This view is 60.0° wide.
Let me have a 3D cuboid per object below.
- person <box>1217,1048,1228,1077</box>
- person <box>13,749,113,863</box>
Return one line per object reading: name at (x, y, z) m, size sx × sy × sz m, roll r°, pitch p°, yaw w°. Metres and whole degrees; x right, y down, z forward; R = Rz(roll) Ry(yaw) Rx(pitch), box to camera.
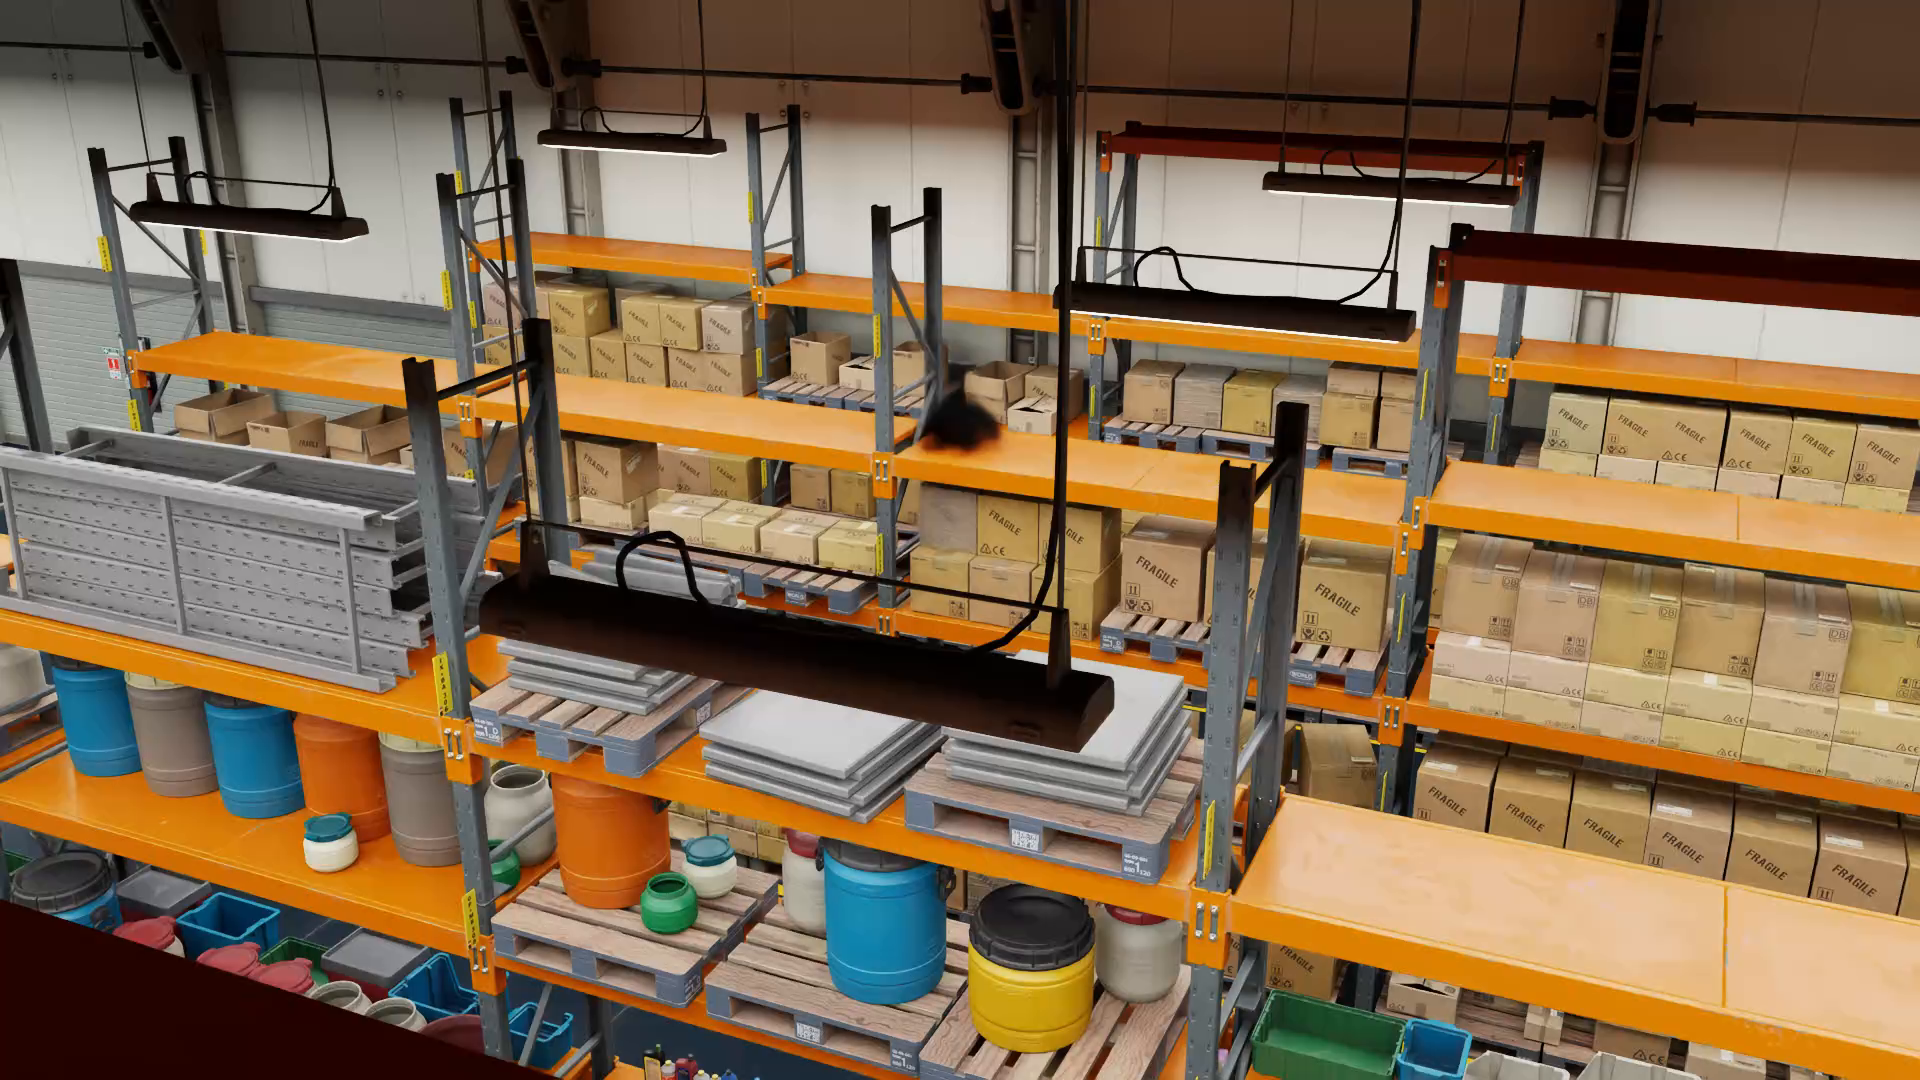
person at (1.715, 3.685, 10.645) m, size 0.760 × 1.544 × 0.519 m, roll 11°, pitch 23°, yaw 26°
person at (-7.848, 2.109, 14.596) m, size 0.814 × 1.755 × 0.632 m, roll -6°, pitch 21°, yaw -16°
